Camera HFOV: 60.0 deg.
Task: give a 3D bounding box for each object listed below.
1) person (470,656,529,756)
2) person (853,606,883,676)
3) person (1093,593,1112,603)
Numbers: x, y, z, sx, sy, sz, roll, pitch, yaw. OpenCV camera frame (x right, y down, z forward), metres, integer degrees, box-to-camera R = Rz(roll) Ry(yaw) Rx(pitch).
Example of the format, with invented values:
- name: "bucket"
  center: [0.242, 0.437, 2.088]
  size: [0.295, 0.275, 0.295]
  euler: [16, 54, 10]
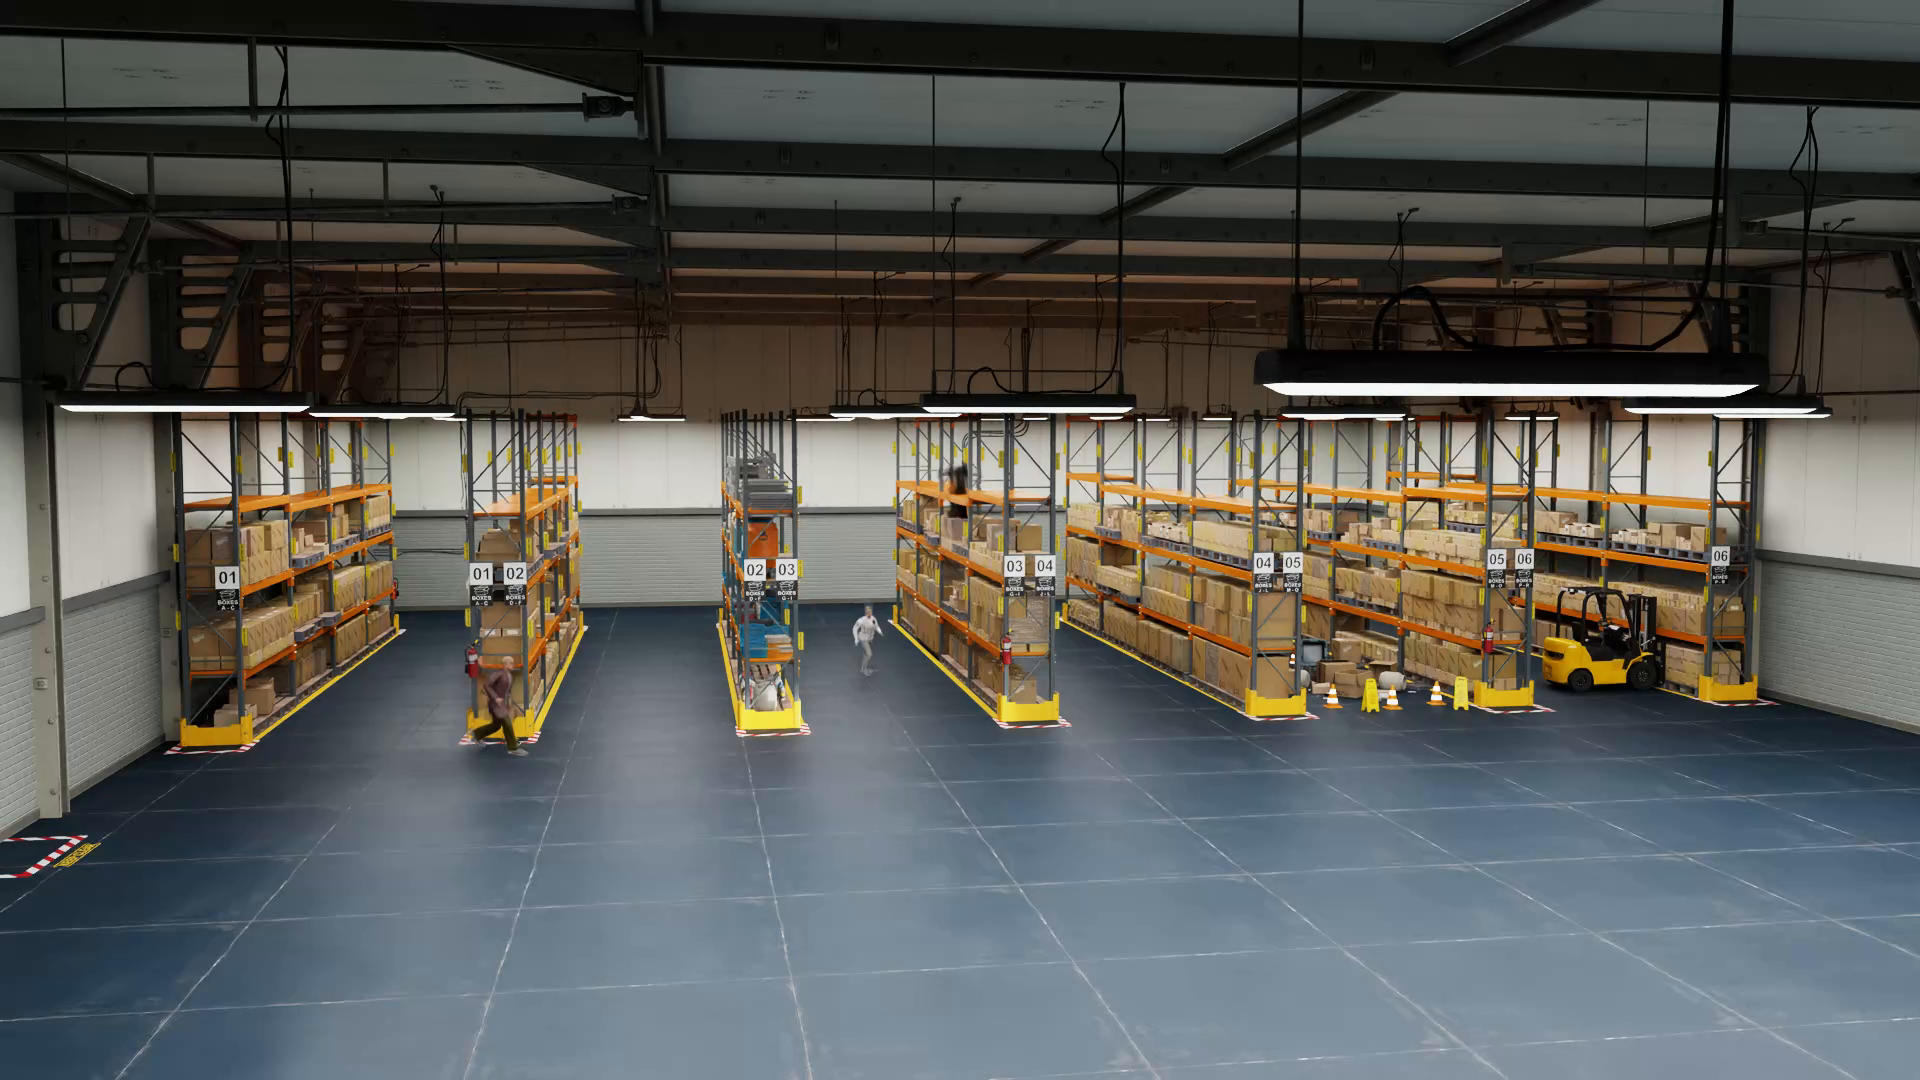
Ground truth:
- name: "person"
  center: [-7.971, 2.855, 28.633]
  size: [1.043, 1.735, 0.733]
  euler: [1, 4, 18]
- name: "person"
  center: [-2.076, 2.314, 37.970]
  size: [0.786, 1.630, 0.618]
  euler: [3, 5, 39]
- name: "person"
  center: [4.438, 1.253, 51.634]
  size: [0.773, 1.764, 0.635]
  euler: [-4, 5, -42]
